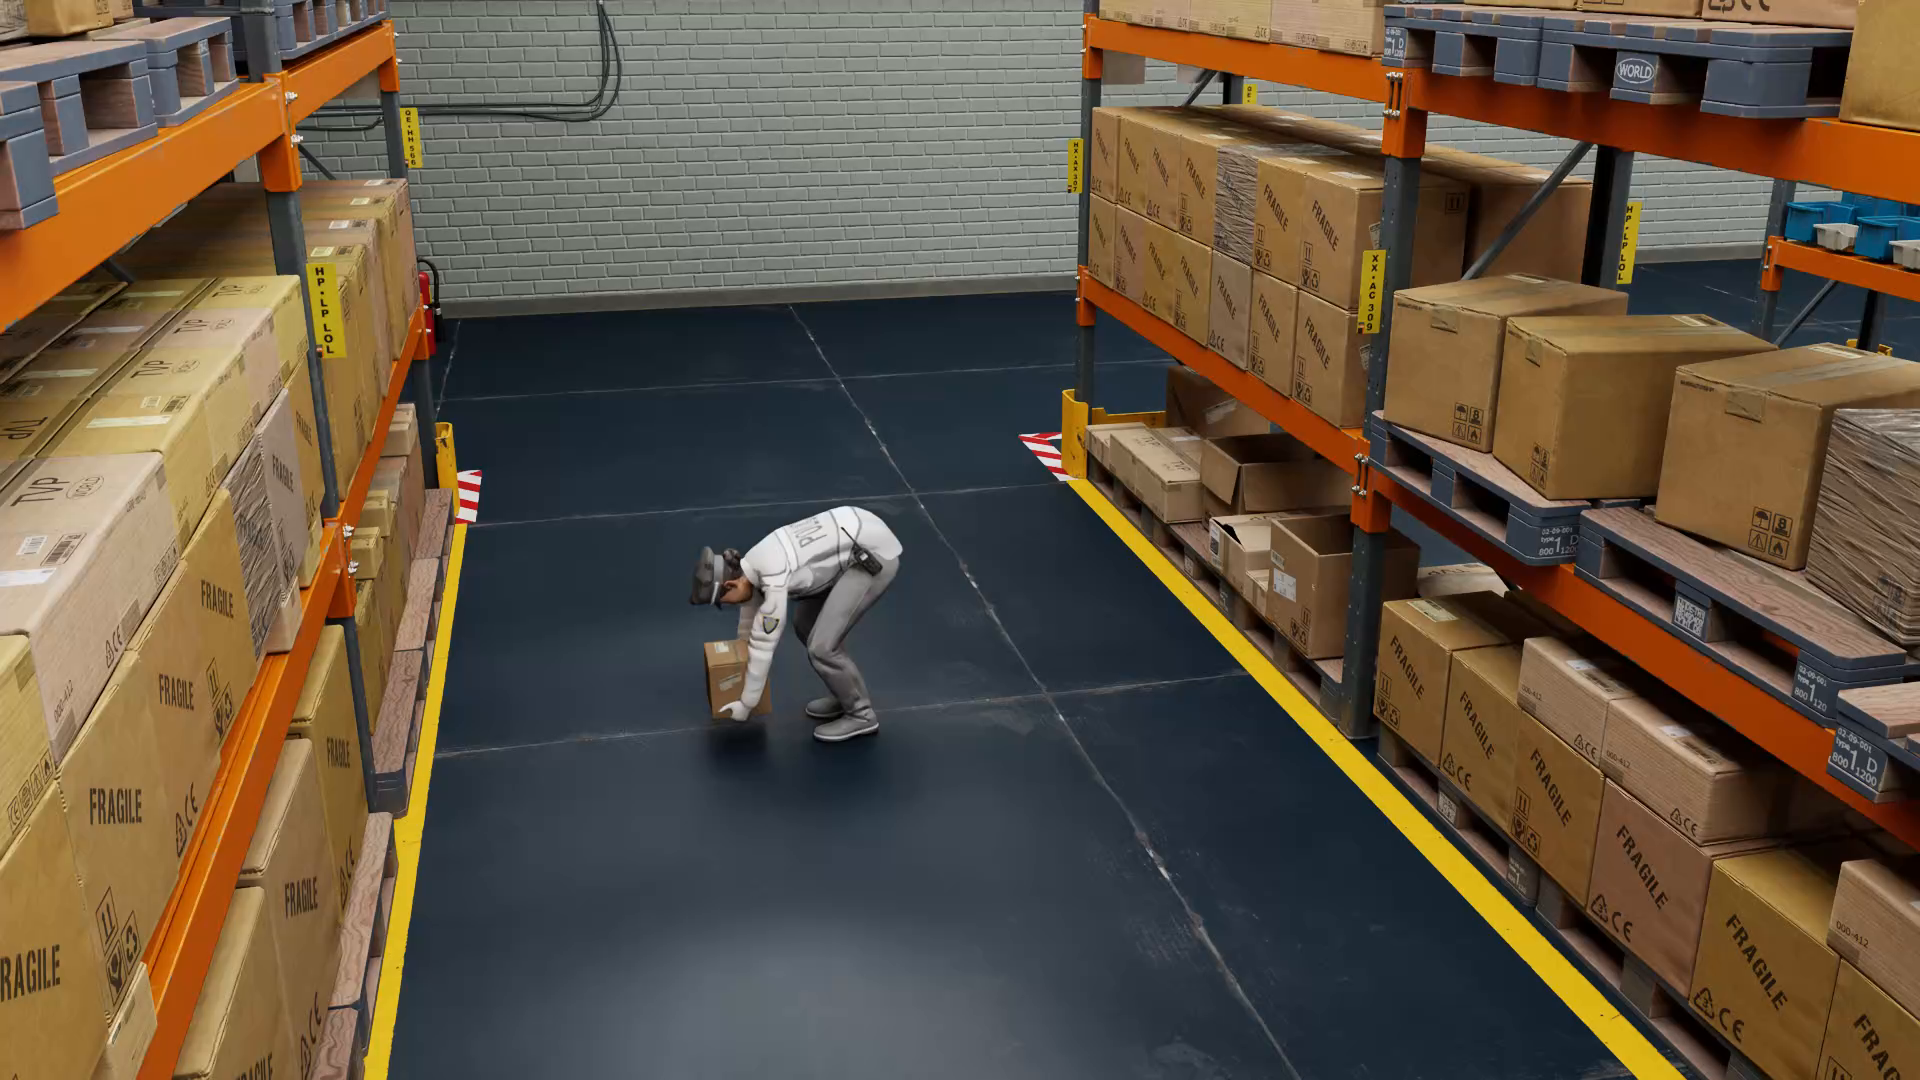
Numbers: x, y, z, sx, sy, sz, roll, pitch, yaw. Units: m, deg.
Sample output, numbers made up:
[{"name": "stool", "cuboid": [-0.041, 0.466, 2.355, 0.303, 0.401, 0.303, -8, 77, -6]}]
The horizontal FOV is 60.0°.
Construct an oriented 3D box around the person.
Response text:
[{"name": "person", "cuboid": [-0.692, 0.365, 7.081, 0.901, 0.972, 0.444, -6, 20, -15]}]
